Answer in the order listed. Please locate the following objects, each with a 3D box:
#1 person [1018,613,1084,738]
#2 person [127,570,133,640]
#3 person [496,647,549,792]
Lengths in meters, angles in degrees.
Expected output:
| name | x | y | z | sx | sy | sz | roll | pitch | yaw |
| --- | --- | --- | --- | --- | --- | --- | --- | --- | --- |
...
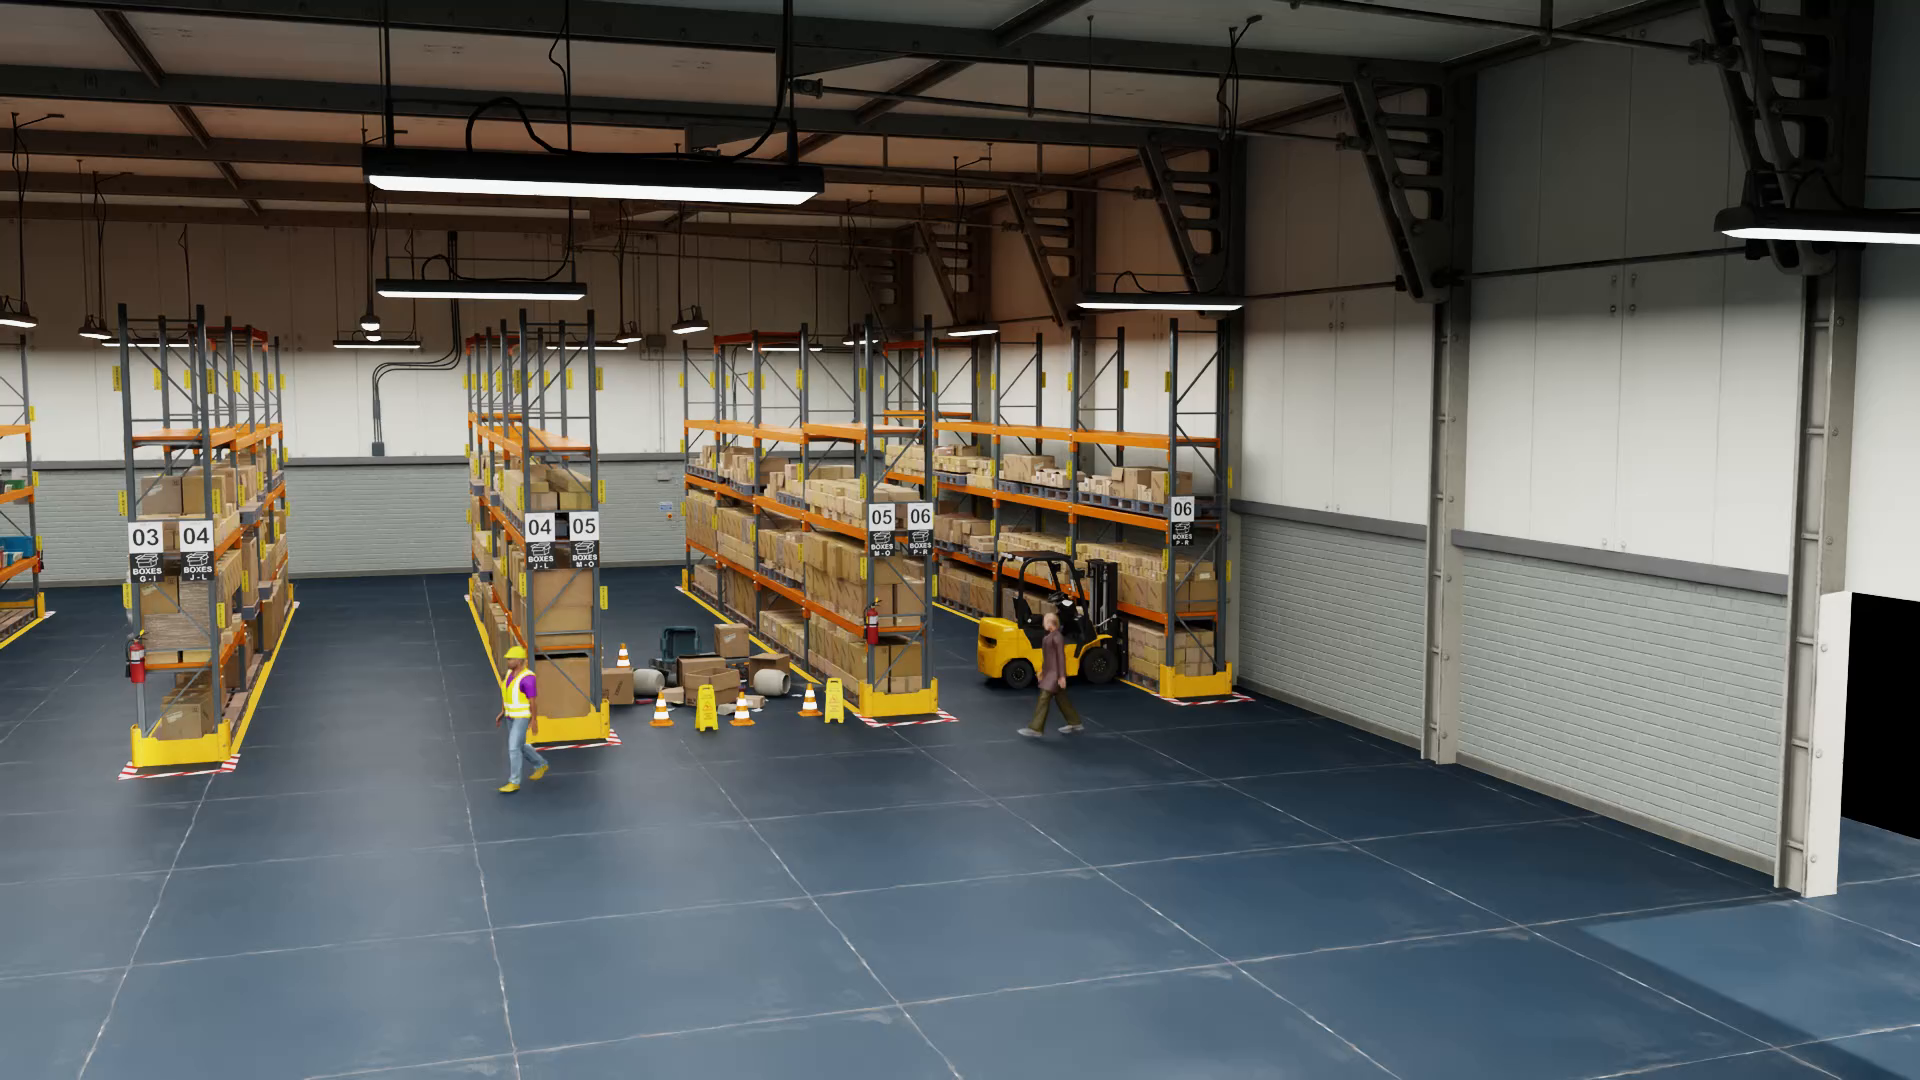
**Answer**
| name | x | y | z | sx | sy | sz | roll | pitch | yaw |
| --- | --- | --- | --- | --- | --- | --- | --- | --- | --- |
| person | 1.287 | 1.931 | 23.573 | 0.979 | 1.680 | 0.609 | 0 | 5 | -5 |
| person | -15.893 | 1.110 | 32.195 | 0.521 | 1.675 | 0.423 | -3 | 6 | -32 |
| person | -5.420 | 2.180 | 20.567 | 0.814 | 1.752 | 0.565 | -5 | 7 | -42 |
